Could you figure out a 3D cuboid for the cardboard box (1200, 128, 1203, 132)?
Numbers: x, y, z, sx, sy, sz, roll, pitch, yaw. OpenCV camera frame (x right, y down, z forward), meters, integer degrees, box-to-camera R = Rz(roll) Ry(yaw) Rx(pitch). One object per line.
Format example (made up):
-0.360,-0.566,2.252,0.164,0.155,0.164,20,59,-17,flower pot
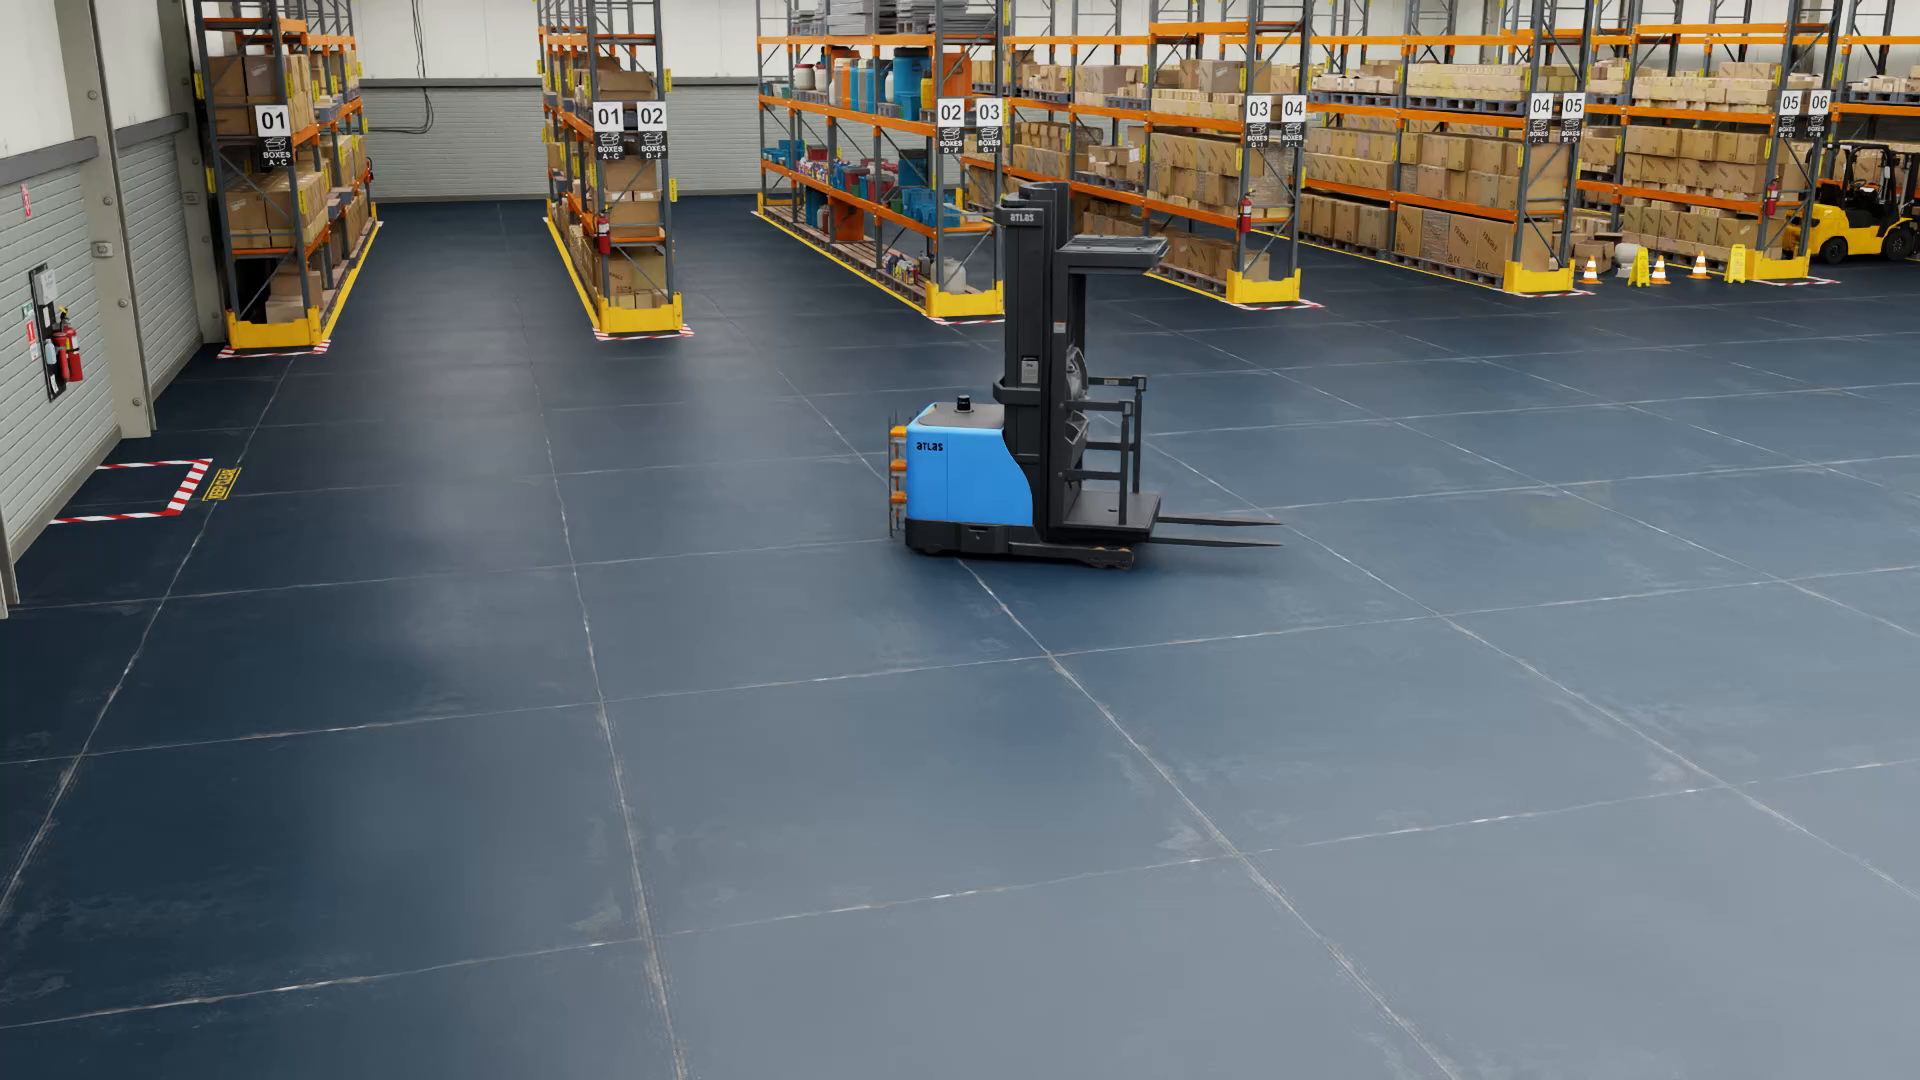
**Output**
5.860,-9.882,39.208,0.500,0.500,0.500,-5,18,-17,cardboard box

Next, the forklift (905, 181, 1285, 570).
1.123,-1.336,13.305,3.031,2.935,1.130,3,17,11,forklift

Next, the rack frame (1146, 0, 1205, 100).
3.798,-9.258,29.131,1.000,3.000,0.127,-5,17,-15,rack frame

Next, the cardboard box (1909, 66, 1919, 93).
18.532,-8.750,31.569,0.797,0.503,0.637,-4,17,-13,cardboard box

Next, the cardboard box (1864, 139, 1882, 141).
18.477,-7.998,33.547,0.380,0.149,0.250,-5,17,-15,cardboard box

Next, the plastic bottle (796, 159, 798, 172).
-3.472,-8.015,35.624,0.061,0.283,0.133,-5,17,-15,plastic bottle

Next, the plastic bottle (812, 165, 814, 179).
-2.986,-7.526,33.996,0.061,0.283,0.133,-5,17,-15,plastic bottle

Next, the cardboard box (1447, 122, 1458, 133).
11.423,-9.344,37.932,0.500,0.500,0.500,-5,17,-16,cardboard box

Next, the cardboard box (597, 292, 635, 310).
-5.060,-3.506,24.458,0.500,0.250,0.500,-5,17,-15,cardboard box

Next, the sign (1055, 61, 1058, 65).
2.119,-10.478,36.961,0.100,0.325,0.005,-5,17,-15,sign

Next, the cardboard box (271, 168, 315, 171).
-10.743,-5.767,26.999,0.700,0.500,0.500,-3,17,-10,cardboard box

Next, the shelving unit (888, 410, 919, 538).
-0.470,-0.548,13.950,0.215,1.050,0.252,3,17,11,shelving unit

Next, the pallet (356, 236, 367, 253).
-12.403,-5.880,33.160,1.003,0.211,1.213,-5,17,-15,pallet

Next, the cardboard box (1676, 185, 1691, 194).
13.544,-6.514,30.859,0.380,0.149,0.250,-5,17,-15,cardboard box

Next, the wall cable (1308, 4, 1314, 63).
11.608,-15.198,48.842,2.988,3.039,0.133,-5,17,-15,wall cable

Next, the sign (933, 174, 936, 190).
-0.432,-6.166,28.785,0.100,0.325,0.005,-5,17,-15,sign

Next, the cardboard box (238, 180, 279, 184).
-10.138,-4.936,24.093,0.500,0.500,0.500,-4,17,-14,cardboard box

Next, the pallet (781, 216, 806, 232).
-3.402,-7.071,37.125,1.003,0.211,1.213,-5,17,-15,pallet

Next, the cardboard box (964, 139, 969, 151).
0.373,-9.621,40.510,0.500,0.250,0.500,-5,17,-17,cardboard box

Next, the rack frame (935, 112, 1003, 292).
0.135,-4.887,25.007,1.000,3.000,0.127,-5,17,-15,rack frame

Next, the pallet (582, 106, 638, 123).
-5.137,-6.426,25.071,1.003,0.211,1.213,-5,17,-15,pallet

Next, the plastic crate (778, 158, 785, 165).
-3.930,-8.567,37.611,0.293,0.136,0.466,-5,17,-15,plastic crate

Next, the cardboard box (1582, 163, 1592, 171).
12.759,-7.513,33.455,0.380,0.149,0.250,-5,17,-16,cardboard box

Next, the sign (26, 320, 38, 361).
-8.070,-1.739,14.464,0.001,0.329,0.234,-5,17,-15,sign

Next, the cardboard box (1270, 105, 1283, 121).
5.014,-6.797,26.412,0.500,0.250,0.500,-4,17,-14,cardboard box

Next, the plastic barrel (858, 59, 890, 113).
-1.492,-7.974,29.200,0.600,0.901,0.600,0,17,0,plastic barrel

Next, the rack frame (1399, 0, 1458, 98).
8.595,-9.622,30.343,1.000,3.000,0.127,-5,17,-15,rack frame

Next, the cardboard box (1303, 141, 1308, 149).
7.479,-8.439,35.503,0.380,0.149,0.250,-5,17,-17,cardboard box

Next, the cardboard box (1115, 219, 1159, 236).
3.383,-5.858,31.820,0.700,0.500,0.500,-6,18,-20,cardboard box

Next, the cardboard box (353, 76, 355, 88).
-13.039,-9.674,35.087,0.500,0.250,0.500,-5,18,-17,cardboard box

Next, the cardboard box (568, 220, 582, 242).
-7.310,-5.963,32.169,0.500,0.500,0.500,-4,17,-13,cardboard box

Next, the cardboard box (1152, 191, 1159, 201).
3.624,-6.111,29.519,0.380,0.149,0.250,-5,17,-15,cardboard box

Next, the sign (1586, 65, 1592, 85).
10.230,-7.578,27.095,0.100,0.325,0.005,-5,17,-15,sign

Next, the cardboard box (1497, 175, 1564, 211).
9.549,-5.814,27.831,0.875,0.550,0.550,-5,17,-15,cardboard box

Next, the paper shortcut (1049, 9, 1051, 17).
1.831,-10.755,33.872,0.009,0.170,0.078,6,-17,-18,paper shortcut

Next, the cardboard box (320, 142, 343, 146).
-11.614,-7.170,30.579,0.500,0.250,0.500,-5,17,-16,cardboard box

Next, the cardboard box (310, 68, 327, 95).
-12.113,-8.438,30.675,0.700,0.500,0.500,-4,17,-12,cardboard box

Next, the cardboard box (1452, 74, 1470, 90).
8.879,-7.929,28.760,0.500,0.250,0.500,-5,17,-15,cardboard box

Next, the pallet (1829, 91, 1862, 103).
17.843,-9.150,34.317,0.805,0.209,1.217,-5,18,-17,pallet

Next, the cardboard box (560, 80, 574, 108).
-6.979,-8.312,31.020,0.910,0.500,0.500,-5,17,-15,cardboard box

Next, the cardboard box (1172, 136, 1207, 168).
3.953,-6.633,28.391,0.500,0.500,0.500,-5,17,-15,cardboard box

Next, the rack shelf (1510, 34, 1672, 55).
12.777,-10.059,33.742,1.077,0.370,4.000,-5,17,-15,rack shelf

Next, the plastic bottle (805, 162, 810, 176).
-3.147,-7.732,34.696,0.152,0.276,0.135,-5,17,-15,plastic bottle

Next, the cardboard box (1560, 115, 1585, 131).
15.746,-10.637,42.591,0.500,0.500,0.500,-5,17,-17,cardboard box

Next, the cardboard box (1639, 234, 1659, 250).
13.387,-5.721,31.834,0.500,0.250,0.500,-4,17,-12,cardboard box

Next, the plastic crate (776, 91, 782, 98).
-3.878,-9.838,36.734,0.293,0.136,0.466,-5,17,-15,plastic crate

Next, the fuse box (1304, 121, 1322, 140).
10.517,-11.554,49.443,0.539,1.711,0.414,-5,17,-15,fuse box

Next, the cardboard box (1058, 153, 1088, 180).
2.325,-7.656,34.052,0.500,0.500,0.500,-4,17,-14,cardboard box

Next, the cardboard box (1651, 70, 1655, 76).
16.040,-10.944,38.973,0.380,0.149,0.250,-5,17,-15,cardboard box

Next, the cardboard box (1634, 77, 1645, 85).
13.100,-8.754,31.716,0.380,0.149,0.250,-5,17,-16,cardboard box

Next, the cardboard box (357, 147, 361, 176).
-13.017,-7.920,34.584,0.980,0.700,0.700,-5,17,-17,cardboard box

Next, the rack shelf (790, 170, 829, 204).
-2.613,-7.308,34.319,1.077,0.370,4.000,-5,17,-15,rack shelf

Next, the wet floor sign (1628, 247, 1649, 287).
11.606,-4.664,28.356,0.267,0.644,0.232,-8,18,-25,wet floor sign

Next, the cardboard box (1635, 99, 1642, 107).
13.175,-8.378,31.851,0.380,0.149,0.250,-5,17,-16,cardboard box

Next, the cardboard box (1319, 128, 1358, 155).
7.750,-8.118,33.850,0.700,0.500,0.500,-5,17,-16,cardboard box

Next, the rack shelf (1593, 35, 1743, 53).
16.449,-11.559,38.735,1.077,0.370,4.000,-5,17,-15,rack shelf
